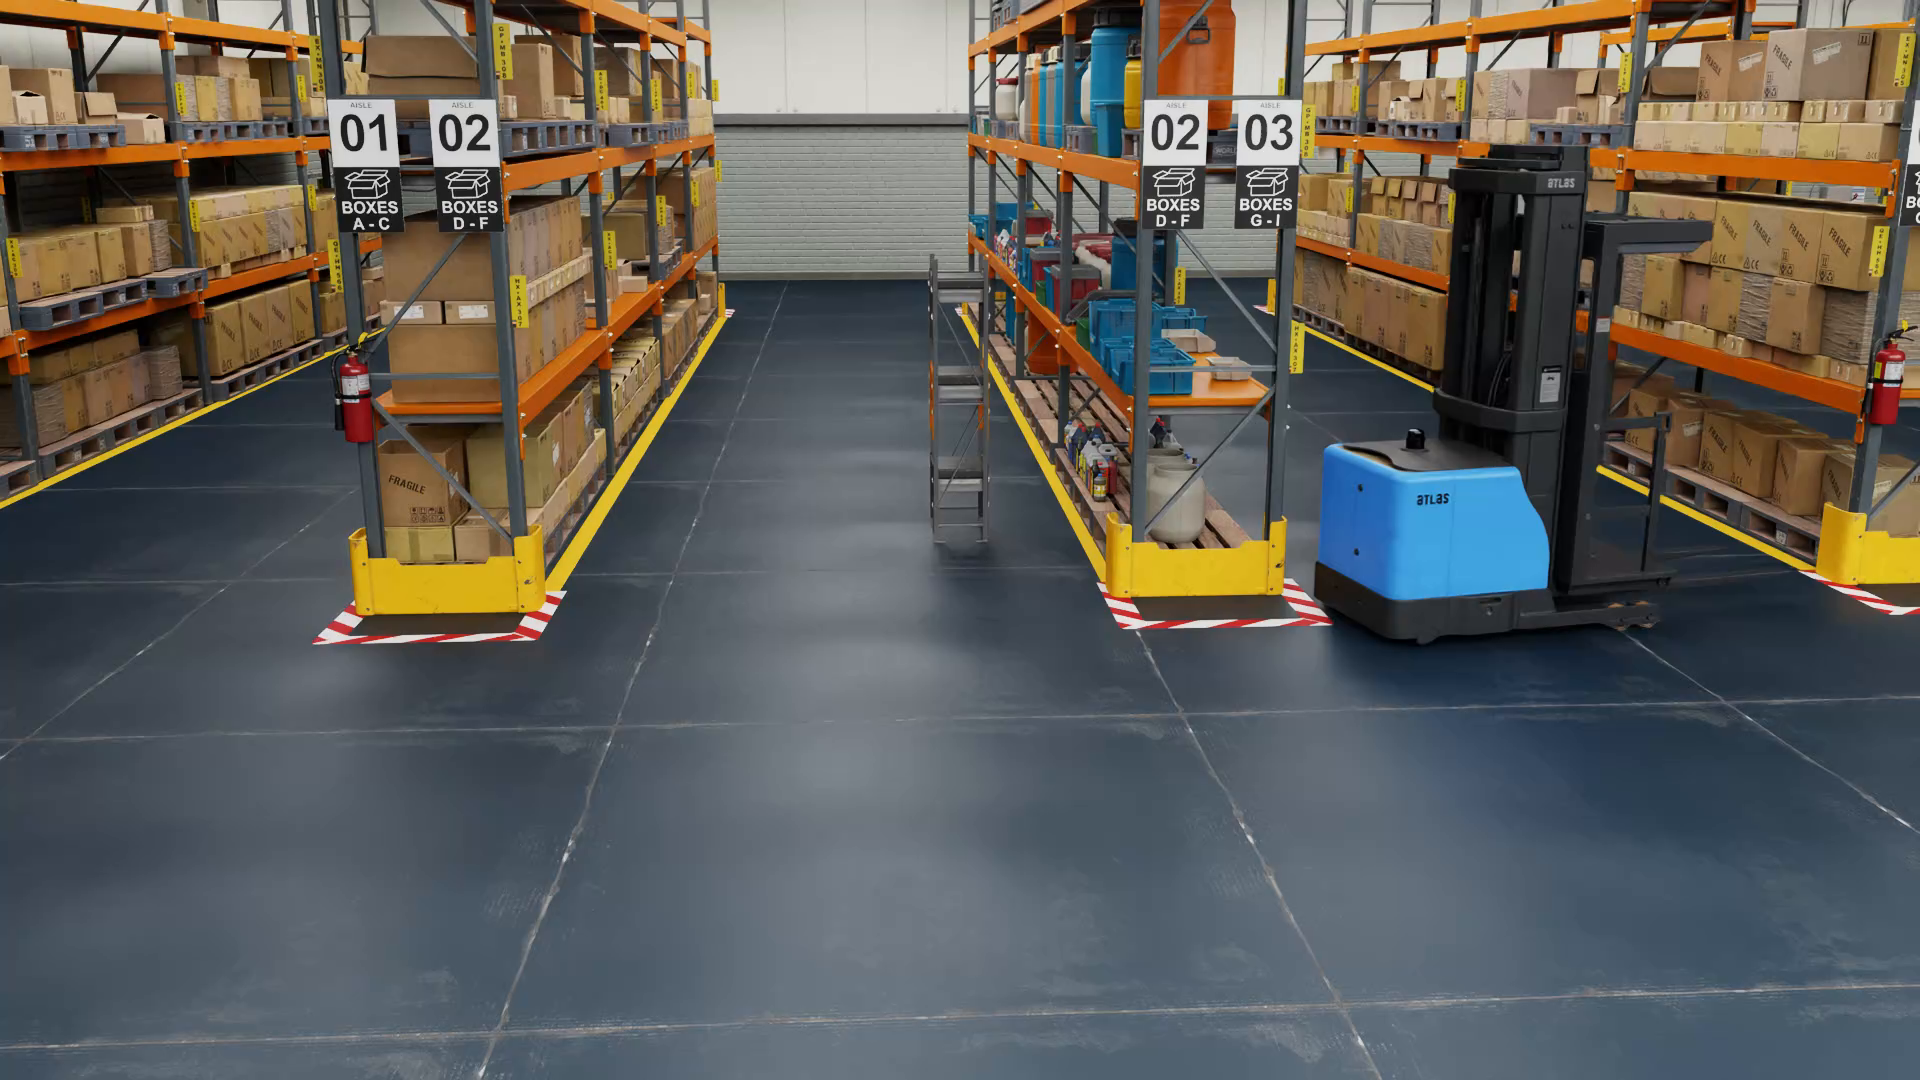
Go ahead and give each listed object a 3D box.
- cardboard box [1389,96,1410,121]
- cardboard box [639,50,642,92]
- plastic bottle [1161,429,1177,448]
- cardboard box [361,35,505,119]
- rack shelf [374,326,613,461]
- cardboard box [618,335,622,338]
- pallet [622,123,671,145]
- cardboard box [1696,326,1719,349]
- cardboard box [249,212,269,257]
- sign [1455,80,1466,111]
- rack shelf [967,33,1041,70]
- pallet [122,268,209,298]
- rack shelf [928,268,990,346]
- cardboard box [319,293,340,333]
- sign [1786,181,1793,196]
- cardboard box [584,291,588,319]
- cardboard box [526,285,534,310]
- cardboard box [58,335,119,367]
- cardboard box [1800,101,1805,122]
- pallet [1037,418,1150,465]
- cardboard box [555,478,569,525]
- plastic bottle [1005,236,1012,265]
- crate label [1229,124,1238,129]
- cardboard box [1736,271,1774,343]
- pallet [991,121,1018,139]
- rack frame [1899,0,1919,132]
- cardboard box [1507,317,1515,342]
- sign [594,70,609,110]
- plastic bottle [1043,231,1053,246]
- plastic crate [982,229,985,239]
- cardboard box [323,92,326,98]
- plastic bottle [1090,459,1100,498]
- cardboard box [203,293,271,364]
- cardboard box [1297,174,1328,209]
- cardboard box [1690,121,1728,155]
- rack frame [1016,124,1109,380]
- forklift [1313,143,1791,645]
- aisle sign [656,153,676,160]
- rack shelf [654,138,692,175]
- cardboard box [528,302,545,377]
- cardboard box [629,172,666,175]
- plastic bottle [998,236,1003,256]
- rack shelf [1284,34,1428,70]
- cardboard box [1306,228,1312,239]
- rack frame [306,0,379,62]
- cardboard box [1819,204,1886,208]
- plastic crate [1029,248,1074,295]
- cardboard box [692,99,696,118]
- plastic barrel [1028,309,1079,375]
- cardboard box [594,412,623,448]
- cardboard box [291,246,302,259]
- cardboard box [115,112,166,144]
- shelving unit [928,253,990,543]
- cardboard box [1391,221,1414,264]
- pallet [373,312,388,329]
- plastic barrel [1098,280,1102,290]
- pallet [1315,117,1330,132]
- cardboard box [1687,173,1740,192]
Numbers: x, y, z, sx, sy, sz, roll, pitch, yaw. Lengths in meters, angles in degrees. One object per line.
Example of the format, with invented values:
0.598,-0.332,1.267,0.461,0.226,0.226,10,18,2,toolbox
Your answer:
5.809,-5.502,21.208,0.500,0.311,0.500,-1,14,-5,cardboard box
-3.893,-5.364,19.129,0.500,0.500,0.500,-1,14,-3,cardboard box
1.742,-0.744,13.831,0.144,0.351,0.185,-1,14,-4,plastic bottle
-3.345,-2.944,10.598,0.797,0.503,0.637,0,14,0,cardboard box
-3.438,-1.176,12.522,1.077,0.370,4.000,-1,14,-3,rack shelf
-4.102,-2.248,19.378,0.500,0.500,0.500,0,14,-1,cardboard box
-3.678,-4.211,17.231,1.213,0.211,1.003,0,14,-1,pallet
6.145,-1.621,13.312,0.380,0.149,0.250,-1,14,-3,cardboard box
-8.621,-3.649,19.853,0.500,0.500,0.500,0,14,-2,cardboard box
5.524,-4.904,18.349,0.100,0.325,0.005,-1,14,-3,sign
0.763,-6.948,23.717,1.077,0.370,4.000,-1,14,-3,rack shelf
-8.603,-2.671,17.272,1.213,0.211,1.003,-1,14,-3,pallet
-0.010,-1.723,12.254,0.431,0.518,0.480,-1,14,-3,rack shelf
-8.945,-3.115,22.785,0.700,0.500,0.500,-1,14,-3,cardboard box
11.341,-4.785,22.781,0.100,0.325,0.005,-1,14,-3,sign
-3.636,-2.071,14.857,0.500,0.250,0.500,0,14,0,cardboard box
-3.170,-1.681,11.538,0.380,0.149,0.250,-1,14,-4,cardboard box
-8.647,-1.856,16.349,0.500,0.250,0.500,-1,14,-4,cardboard box
6.290,-3.075,11.939,0.380,0.149,0.250,-1,14,-3,cardboard box
1.295,-0.942,15.763,1.003,0.211,1.213,-1,14,-3,pallet
-3.190,-0.284,12.287,0.500,0.250,0.500,-1,14,-3,cardboard box
0.625,-3.566,20.465,0.144,0.351,0.185,-1,14,-3,plastic bottle
1.844,-2.954,12.266,0.502,0.251,0.408,-1,14,-3,crate label
6.429,-1.756,12.535,0.875,0.500,0.500,-1,14,-3,cardboard box
1.033,-5.255,21.289,1.213,0.211,1.003,-1,14,-3,pallet
6.574,-4.085,10.342,1.000,3.000,0.127,-1,14,-3,rack frame
6.193,-2.236,17.828,0.500,0.250,0.500,1,14,3,cardboard box
-3.008,-3.772,13.952,0.100,0.325,0.005,-1,14,-3,sign
1.138,-3.791,21.341,0.144,0.351,0.185,-1,14,-3,plastic bottle
0.479,-4.417,24.082,0.293,0.136,0.466,-1,14,-3,plastic crate
-8.803,-6.239,22.486,0.500,0.500,0.500,-1,14,-5,cardboard box
1.054,-0.479,12.937,0.061,0.283,0.133,-1,14,-2,plastic bottle
-8.716,-2.505,19.712,0.750,0.750,0.750,-1,14,-4,cardboard box
5.374,-5.345,25.480,0.500,0.500,0.500,-1,14,-5,cardboard box
6.156,-3.183,13.158,0.500,0.250,0.500,-1,15,-6,cardboard box
1.135,-3.092,18.525,1.000,3.000,0.127,-1,14,-3,rack frame
3.874,-0.978,10.444,3.031,2.935,1.130,-4,15,-15,forklift
-4.602,-6.278,25.689,0.394,0.787,0.004,-1,14,-3,aisle sign
-3.933,-4.618,19.881,1.077,0.370,4.000,-1,14,-3,rack shelf
-3.392,-1.446,11.926,0.700,0.500,0.500,-1,14,-3,cardboard box
-4.412,-4.919,23.416,0.500,0.500,0.500,-1,14,-3,cardboard box
0.538,-3.784,21.470,0.097,0.271,0.097,0,14,0,plastic bottle
5.706,-7.024,24.014,1.077,0.370,4.000,-1,14,-3,rack shelf
5.372,-4.561,24.737,0.380,0.149,0.250,-1,14,-5,cardboard box
-9.249,-7.834,24.916,1.000,3.000,0.127,-1,14,-3,rack frame
6.755,-2.246,12.430,0.500,0.500,0.500,-1,14,-3,cardboard box
0.929,-2.717,16.937,0.402,0.464,0.583,-1,14,-3,plastic crate
-3.872,-5.883,22.649,0.500,0.250,0.500,-1,14,-3,cardboard box
1.087,-2.366,19.215,0.600,0.830,0.708,-1,14,-3,plastic barrel
-3.339,-0.998,15.060,0.500,0.250,0.500,-1,14,-5,cardboard box
-8.658,-3.680,21.274,0.380,0.149,0.250,-1,14,-2,cardboard box
-8.439,-4.184,16.886,0.500,0.311,0.500,-1,14,-3,cardboard box
-0.010,-1.058,12.425,0.431,2.100,0.503,-1,14,-3,shelving unit
5.709,-3.716,20.748,0.500,0.500,0.500,-1,14,-2,cardboard box
-9.121,-3.381,25.243,1.003,0.211,1.213,-1,14,-3,pallet
1.454,-2.362,15.964,0.301,0.262,0.301,0,14,0,plastic barrel
5.718,-6.080,24.294,1.003,0.211,1.213,-1,14,-3,pallet
10.488,-5.004,23.153,0.500,0.500,0.500,-1,14,-5,cardboard box
